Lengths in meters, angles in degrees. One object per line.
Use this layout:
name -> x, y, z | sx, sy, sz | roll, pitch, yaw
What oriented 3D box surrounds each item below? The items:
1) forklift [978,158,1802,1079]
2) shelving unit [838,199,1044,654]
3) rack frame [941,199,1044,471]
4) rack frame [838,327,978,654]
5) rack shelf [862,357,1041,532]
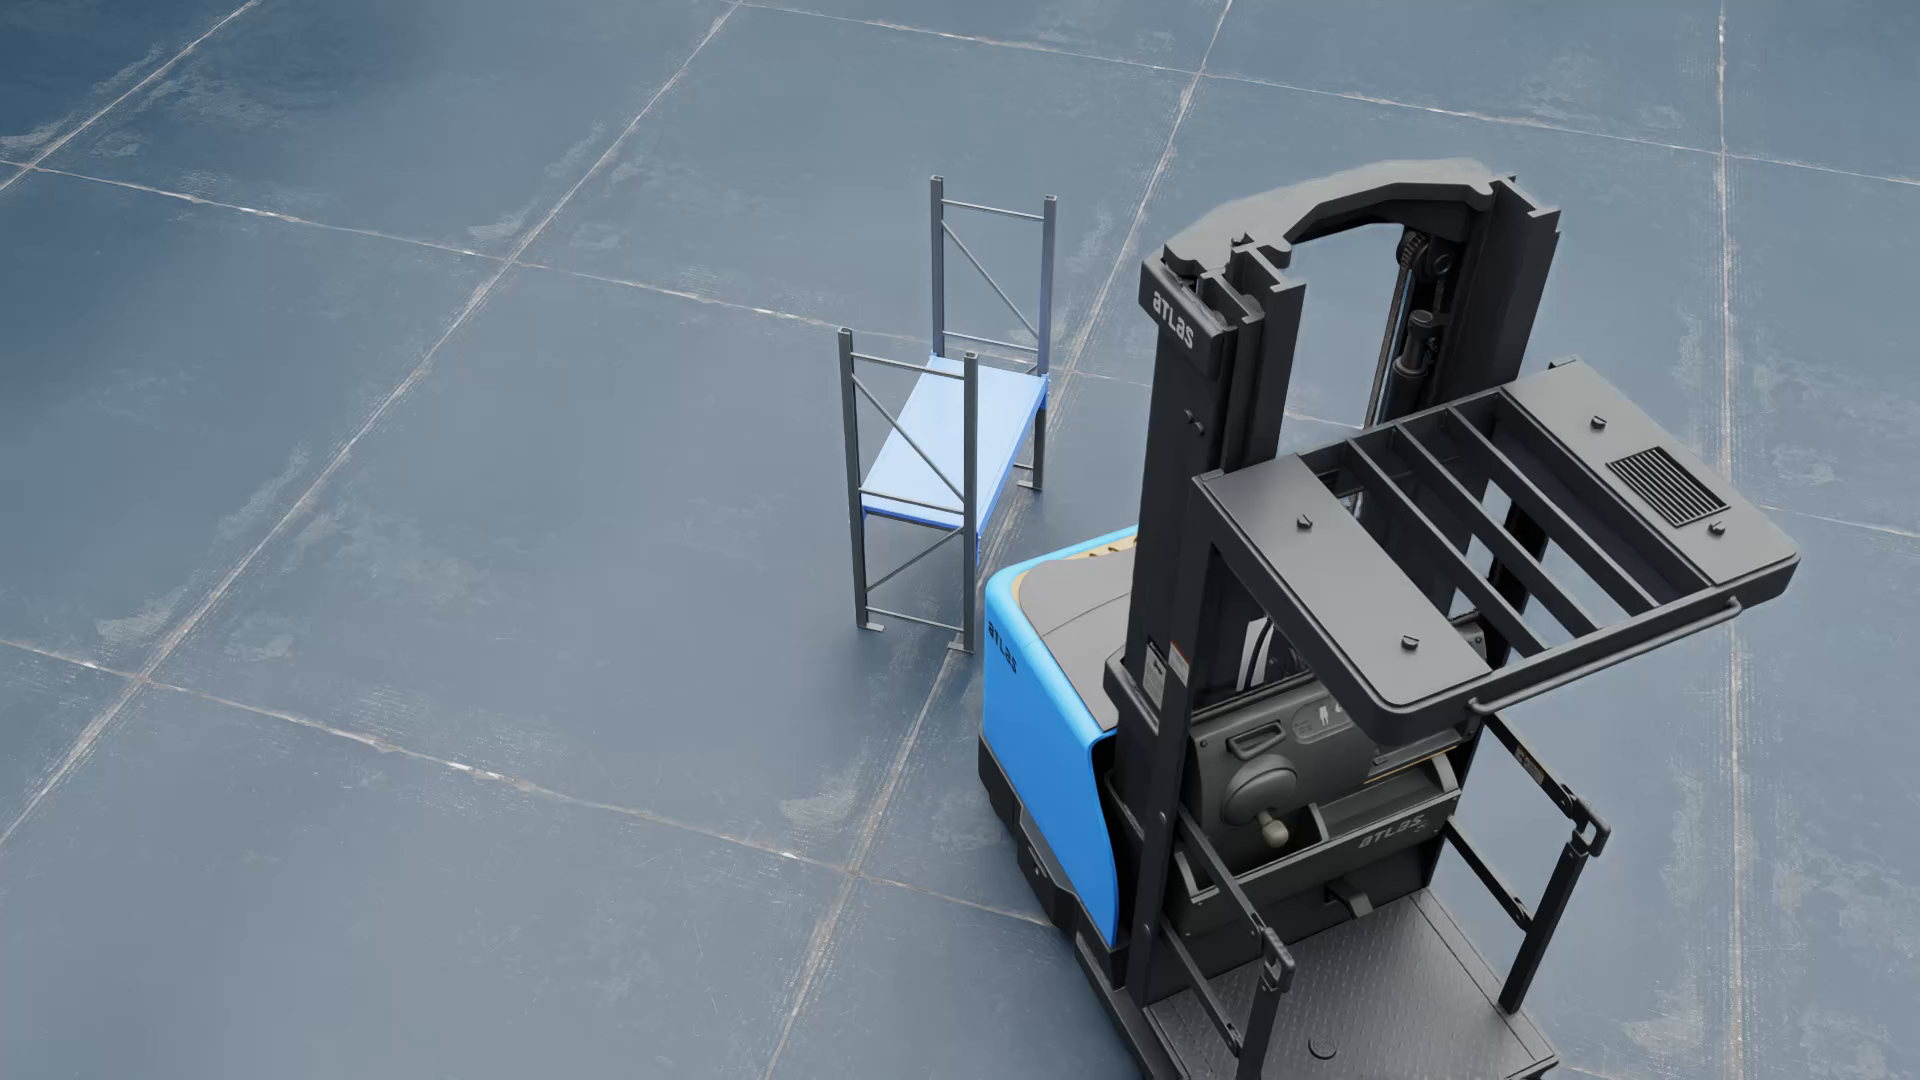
forklift -> 1.139, 0.630, 4.409 | 1.130, 2.935, 3.031 | -18, 47, -17
shelving unit -> -0.027, -0.476, 6.563 | 0.500, 1.500, 1.039 | 13, 46, 12
rack frame -> 0.130, -0.818, 6.912 | 0.475, 1.308, 0.013 | 13, 46, 12
rack frame -> -0.180, -0.140, 6.220 | 0.500, 1.500, 0.032 | 13, 46, 12
rack shelf -> -0.026, -0.398, 6.645 | 0.459, 0.026, 0.952 | 13, 46, 12
